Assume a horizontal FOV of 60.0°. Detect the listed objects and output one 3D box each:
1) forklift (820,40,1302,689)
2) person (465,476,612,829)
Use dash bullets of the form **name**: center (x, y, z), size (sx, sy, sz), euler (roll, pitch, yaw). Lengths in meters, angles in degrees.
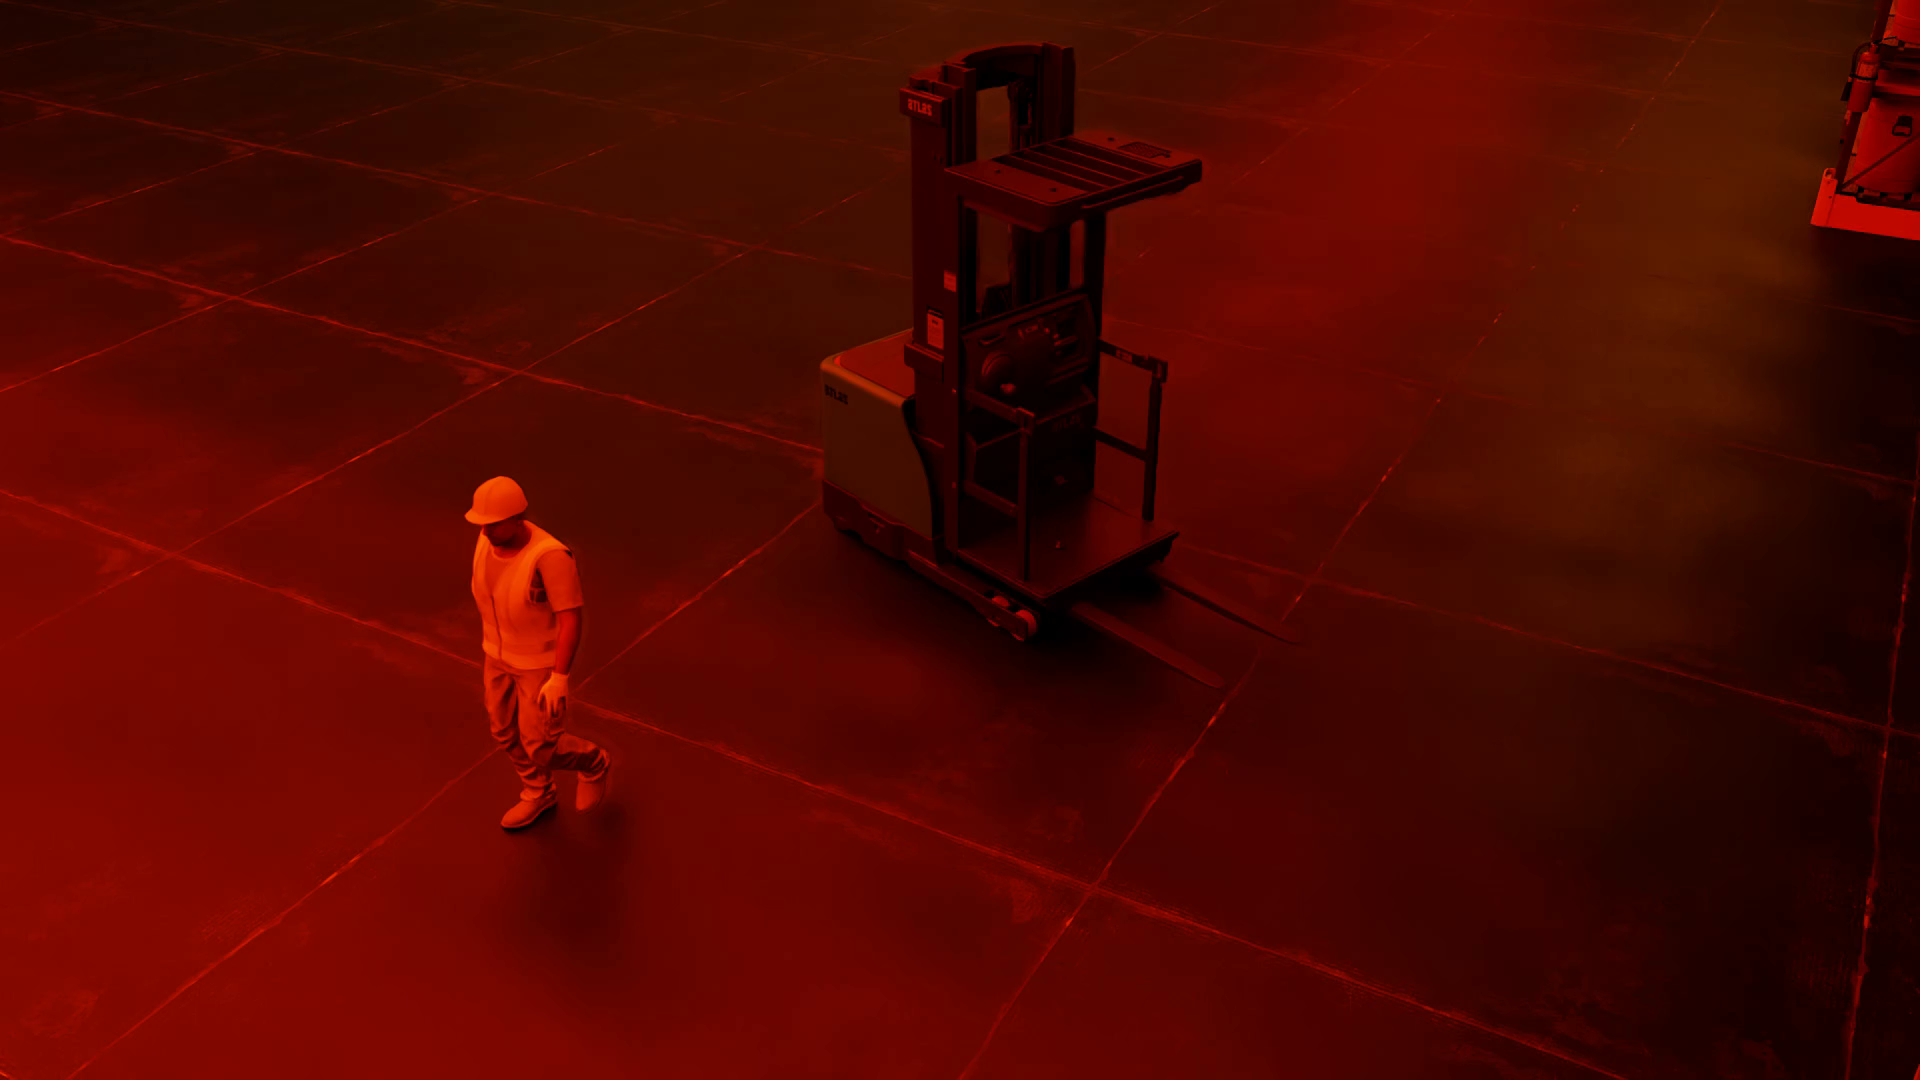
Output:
- **forklift**: center (0.524, -1.009, 8.819), size (1.130, 2.935, 3.031), euler (-24, 38, -35)
- **person**: center (-1.897, 0.503, 7.368), size (0.767, 1.764, 0.494), euler (19, 35, 29)
